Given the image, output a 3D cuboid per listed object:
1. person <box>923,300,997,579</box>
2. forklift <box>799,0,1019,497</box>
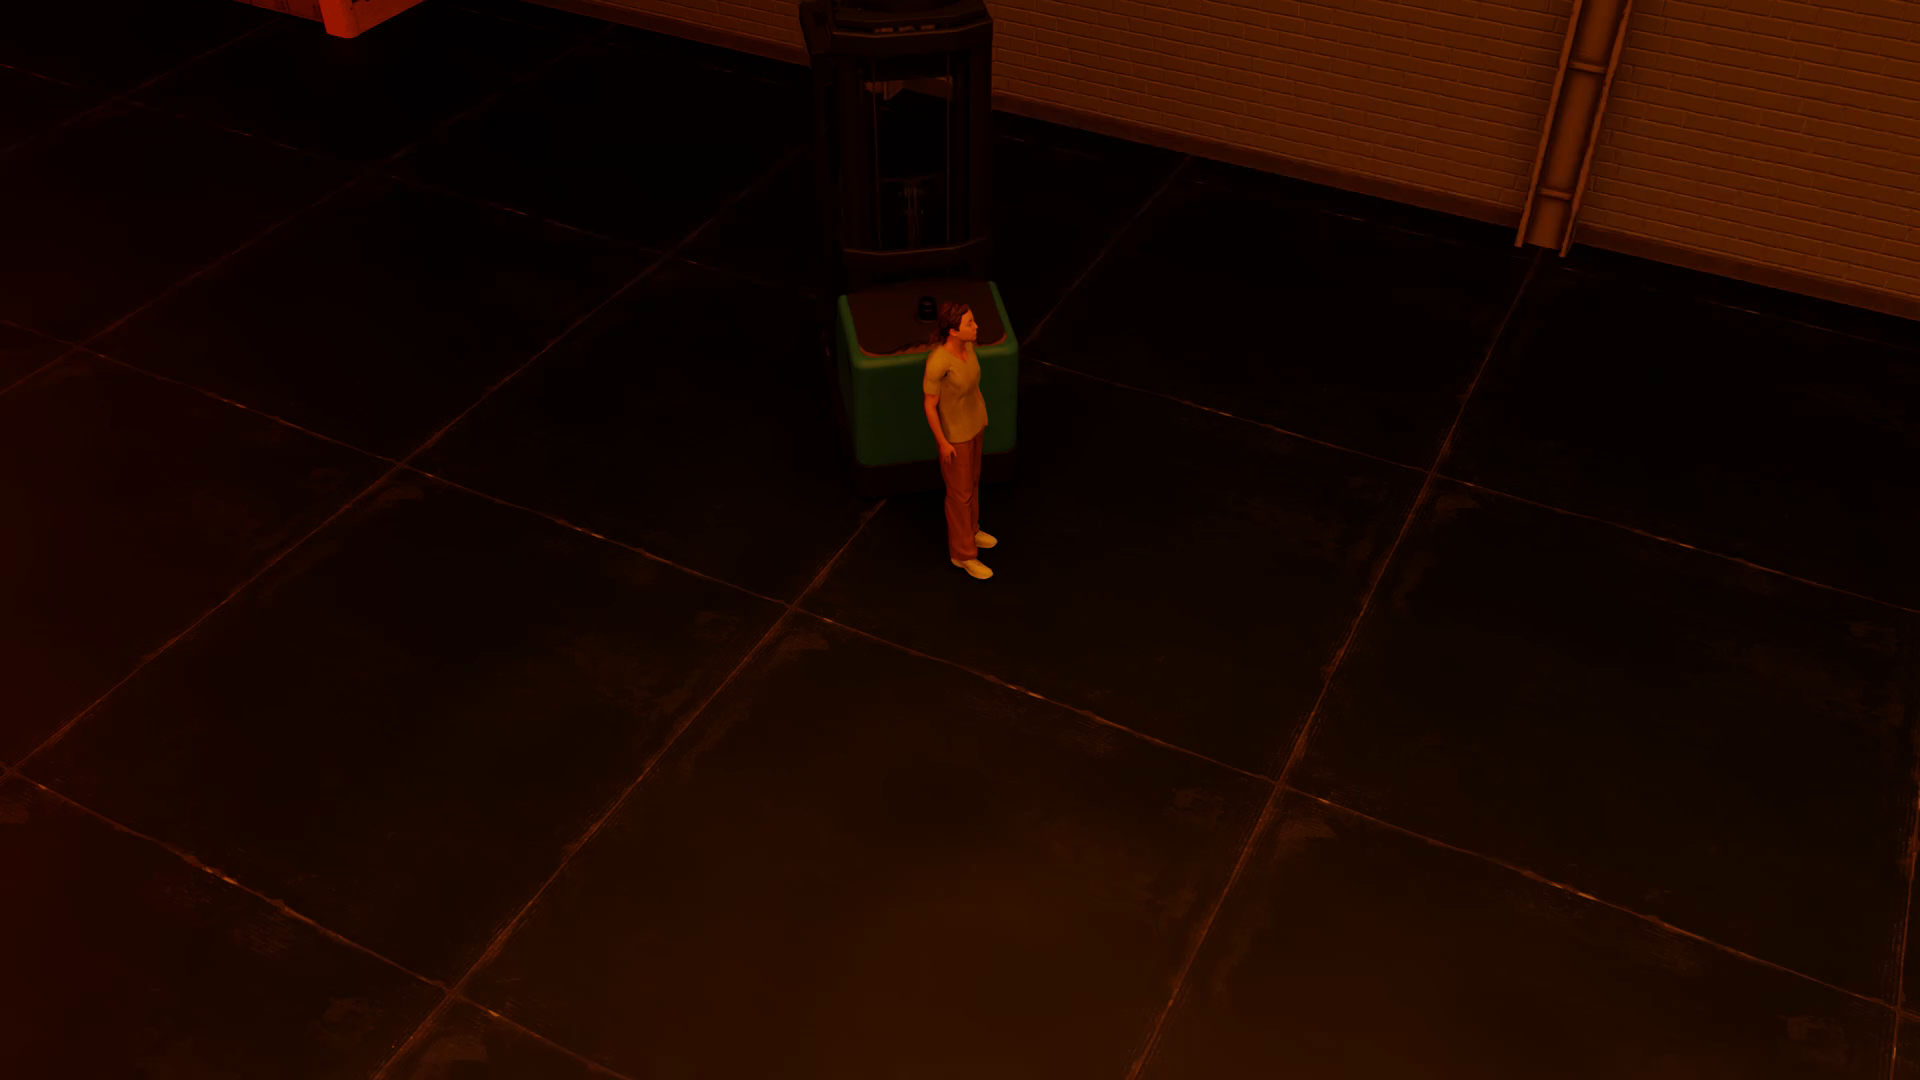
[{"bbox_3d":[0.060,-0.618,9.683,0.548,1.673,0.553,18,43,21],"label":"person"},{"bbox_3d":[-0.396,-2.345,10.771,1.130,2.935,3.031,-7,41,-8],"label":"forklift"}]
